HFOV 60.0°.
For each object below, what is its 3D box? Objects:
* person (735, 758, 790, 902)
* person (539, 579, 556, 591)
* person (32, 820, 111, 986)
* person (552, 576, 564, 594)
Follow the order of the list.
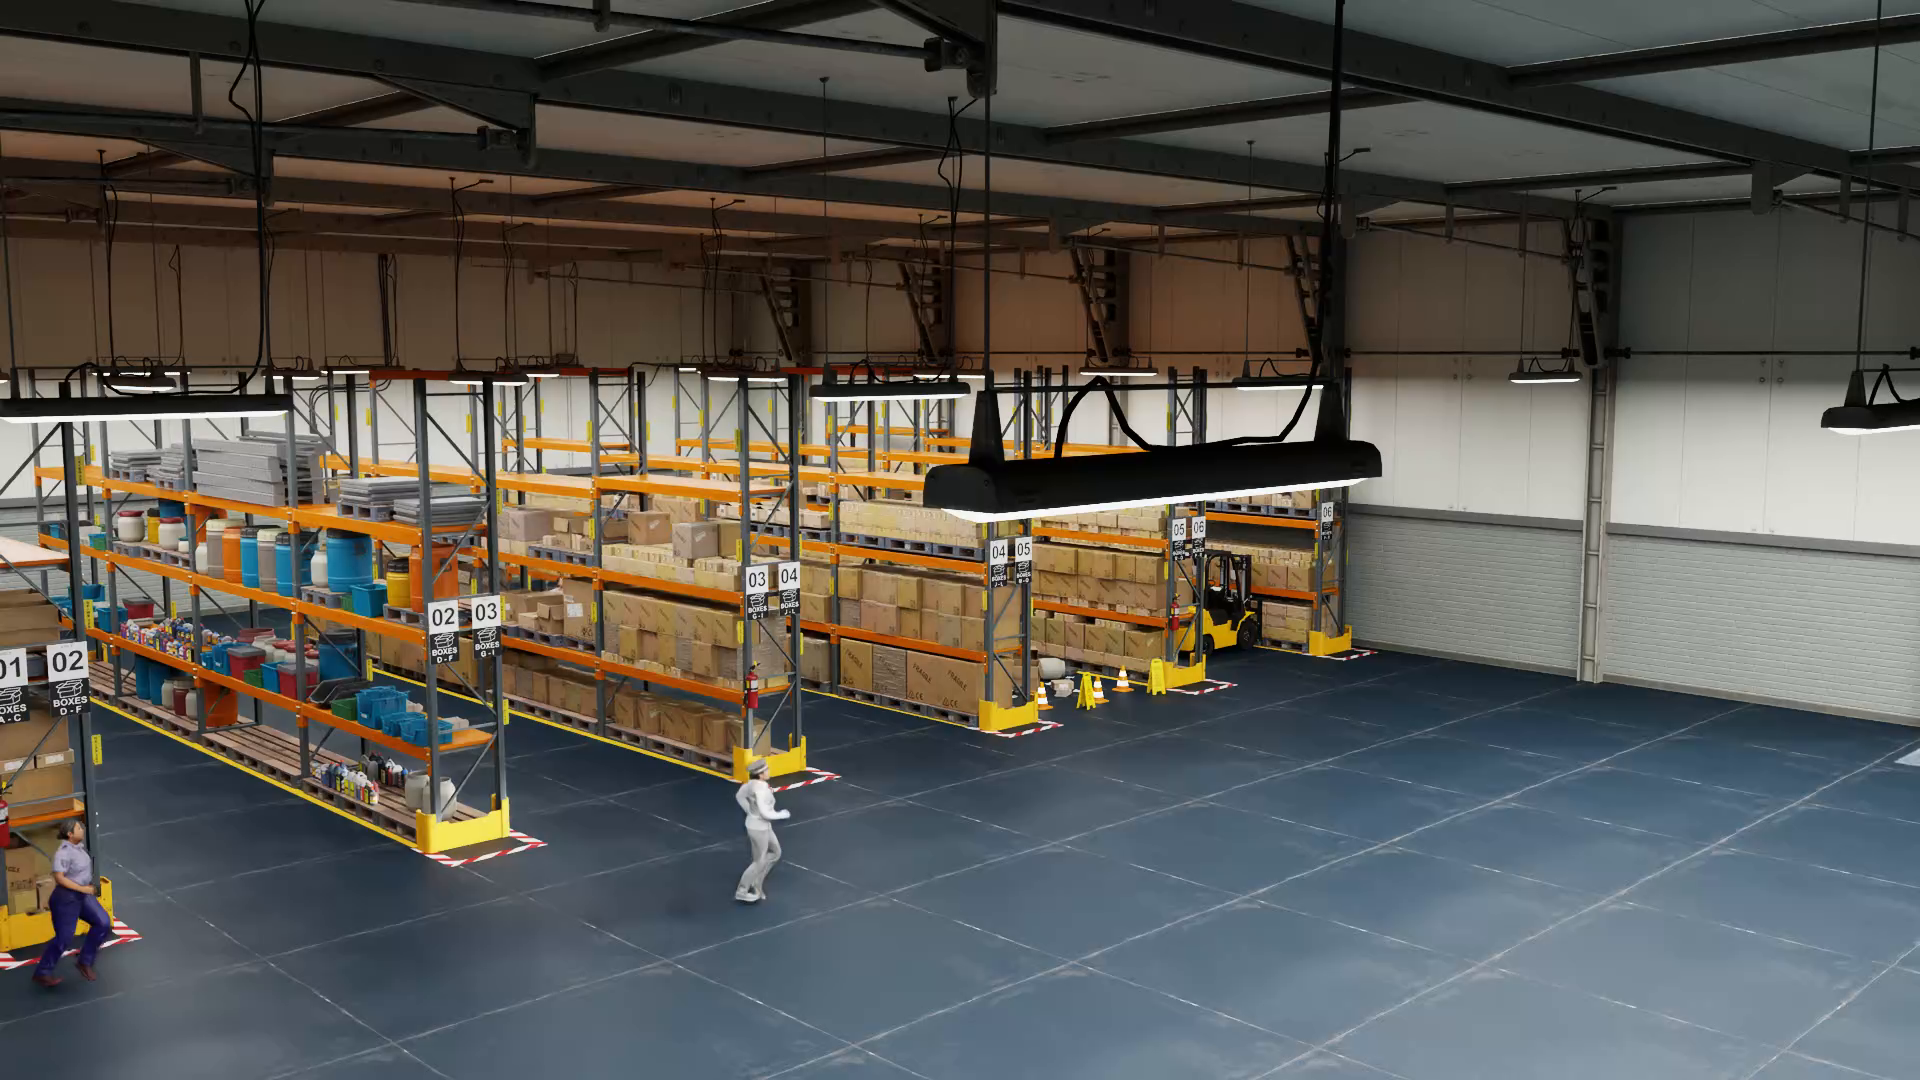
[{"bbox_3d":[-2.288,3.343,19.174,0.658,1.706,0.630,-2,7,-15],"label":"person"},{"bbox_3d":[-10.289,0.887,41.497,0.536,1.575,0.664,6,9,43],"label":"person"},{"bbox_3d":[-8.978,3.651,16.821,0.663,1.652,0.684,-1,7,-8],"label":"person"},{"bbox_3d":[-8.357,1.572,35.039,0.564,1.629,0.546,-6,9,-44],"label":"person"}]
